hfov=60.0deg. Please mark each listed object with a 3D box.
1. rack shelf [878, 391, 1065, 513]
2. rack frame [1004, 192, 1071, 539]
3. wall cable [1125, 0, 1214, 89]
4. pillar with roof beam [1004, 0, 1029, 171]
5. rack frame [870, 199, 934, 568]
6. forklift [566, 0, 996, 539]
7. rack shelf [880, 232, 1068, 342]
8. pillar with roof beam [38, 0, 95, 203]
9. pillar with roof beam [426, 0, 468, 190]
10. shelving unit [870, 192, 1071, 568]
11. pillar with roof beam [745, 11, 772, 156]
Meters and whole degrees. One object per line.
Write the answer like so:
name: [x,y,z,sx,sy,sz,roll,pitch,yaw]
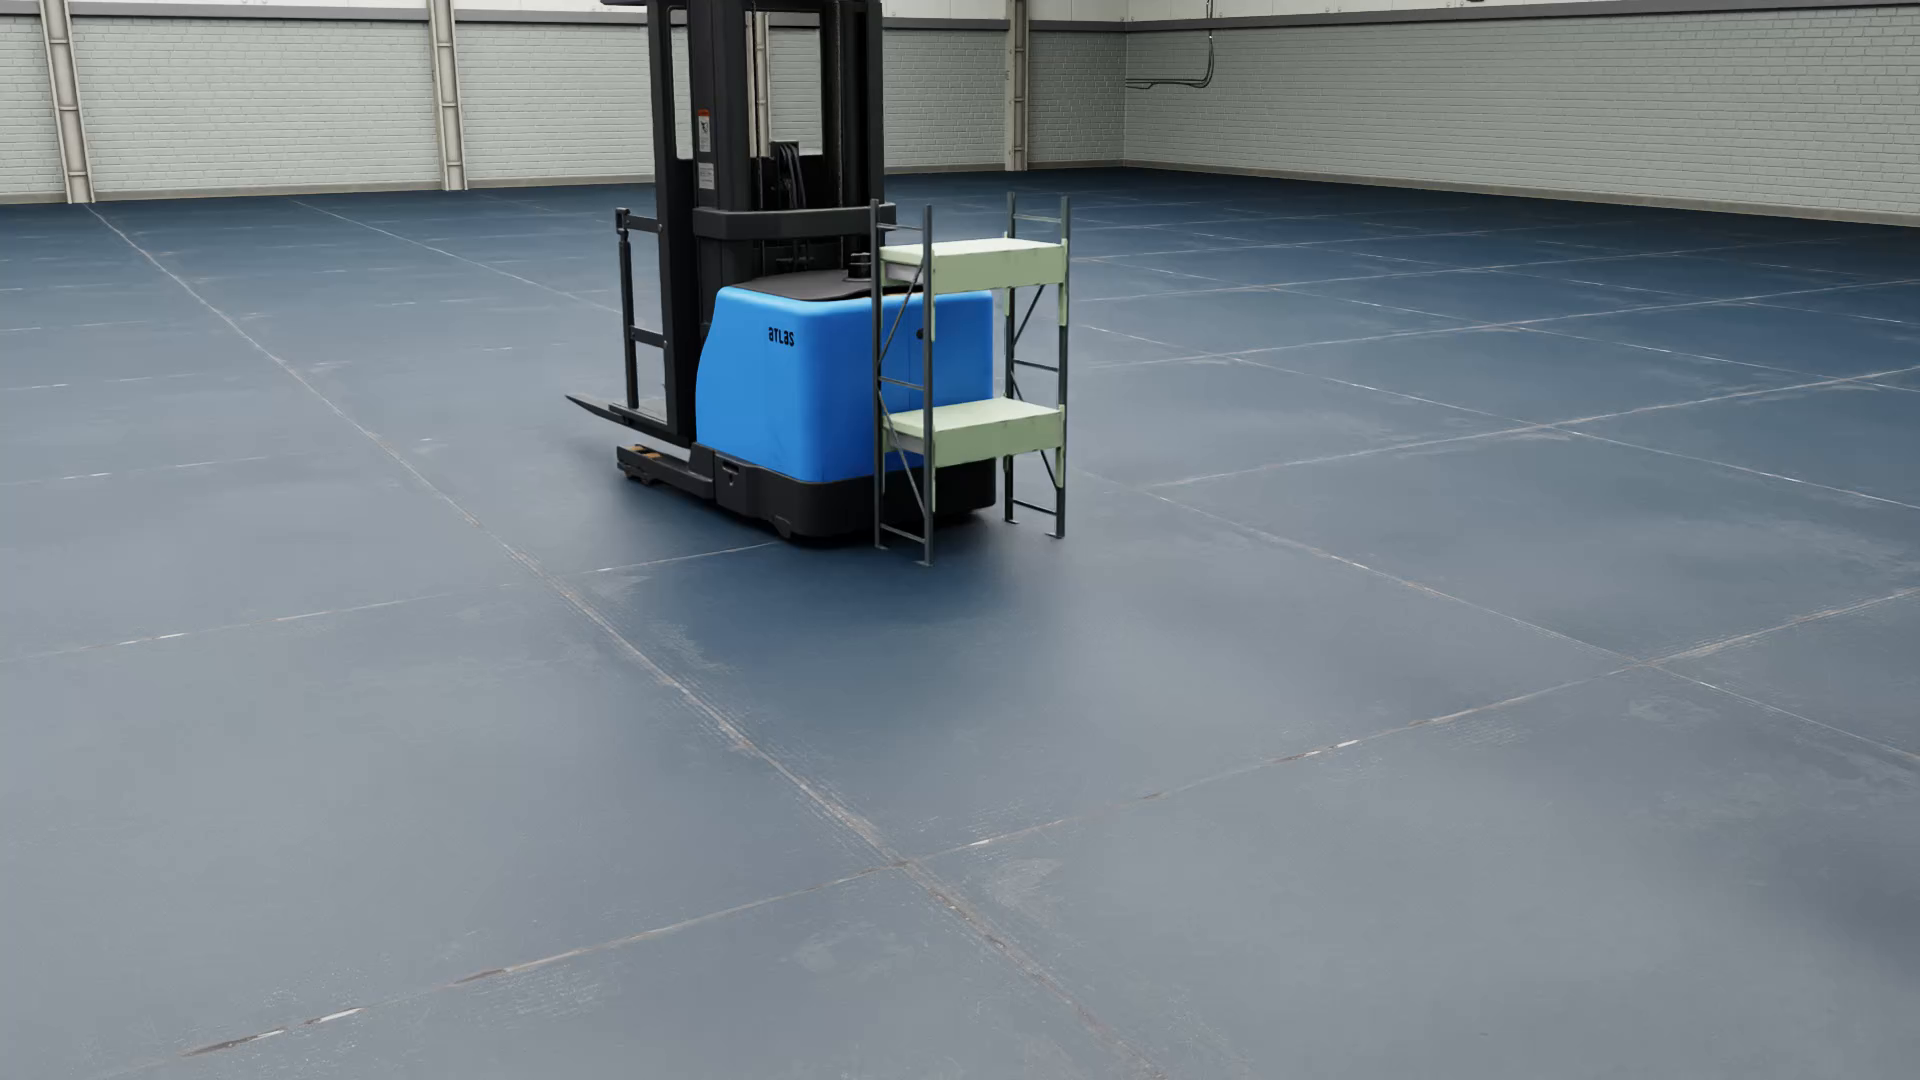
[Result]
rack shelf: [0.048,-0.395,7.249,0.720,0.370,0.431,-12,20,-36]
rack frame: [0.337,-0.770,7.377,0.023,1.500,0.400,-12,20,-36]
wall cable: [4.409,-10.911,35.414,0.112,2.526,3.097,-9,18,-30]
pillar with roof beam: [3.419,-11.306,31.072,0.400,9.000,9.100,-9,18,-30]
rack frame: [-0.242,-0.649,6.946,0.023,1.500,0.400,-12,20,-36]
forklift: [-1.107,-1.756,8.245,1.130,2.935,3.031,-11,19,-35]
rack shelf: [0.048,-1.085,7.056,0.720,0.370,0.431,-12,20,-36]
pillar with roof beam: [-12.010,-8.804,22.146,0.400,9.000,9.100,-9,18,-30]
pillar with roof beam: [-6.867,-9.638,25.121,0.400,9.000,9.100,-9,18,-30]
shelving unit: [0.048,-0.709,7.161,0.755,1.500,0.431,-12,20,-36]
pillar with roof beam: [-1.724,-10.472,28.097,0.400,9.000,9.100,-9,18,-30]
